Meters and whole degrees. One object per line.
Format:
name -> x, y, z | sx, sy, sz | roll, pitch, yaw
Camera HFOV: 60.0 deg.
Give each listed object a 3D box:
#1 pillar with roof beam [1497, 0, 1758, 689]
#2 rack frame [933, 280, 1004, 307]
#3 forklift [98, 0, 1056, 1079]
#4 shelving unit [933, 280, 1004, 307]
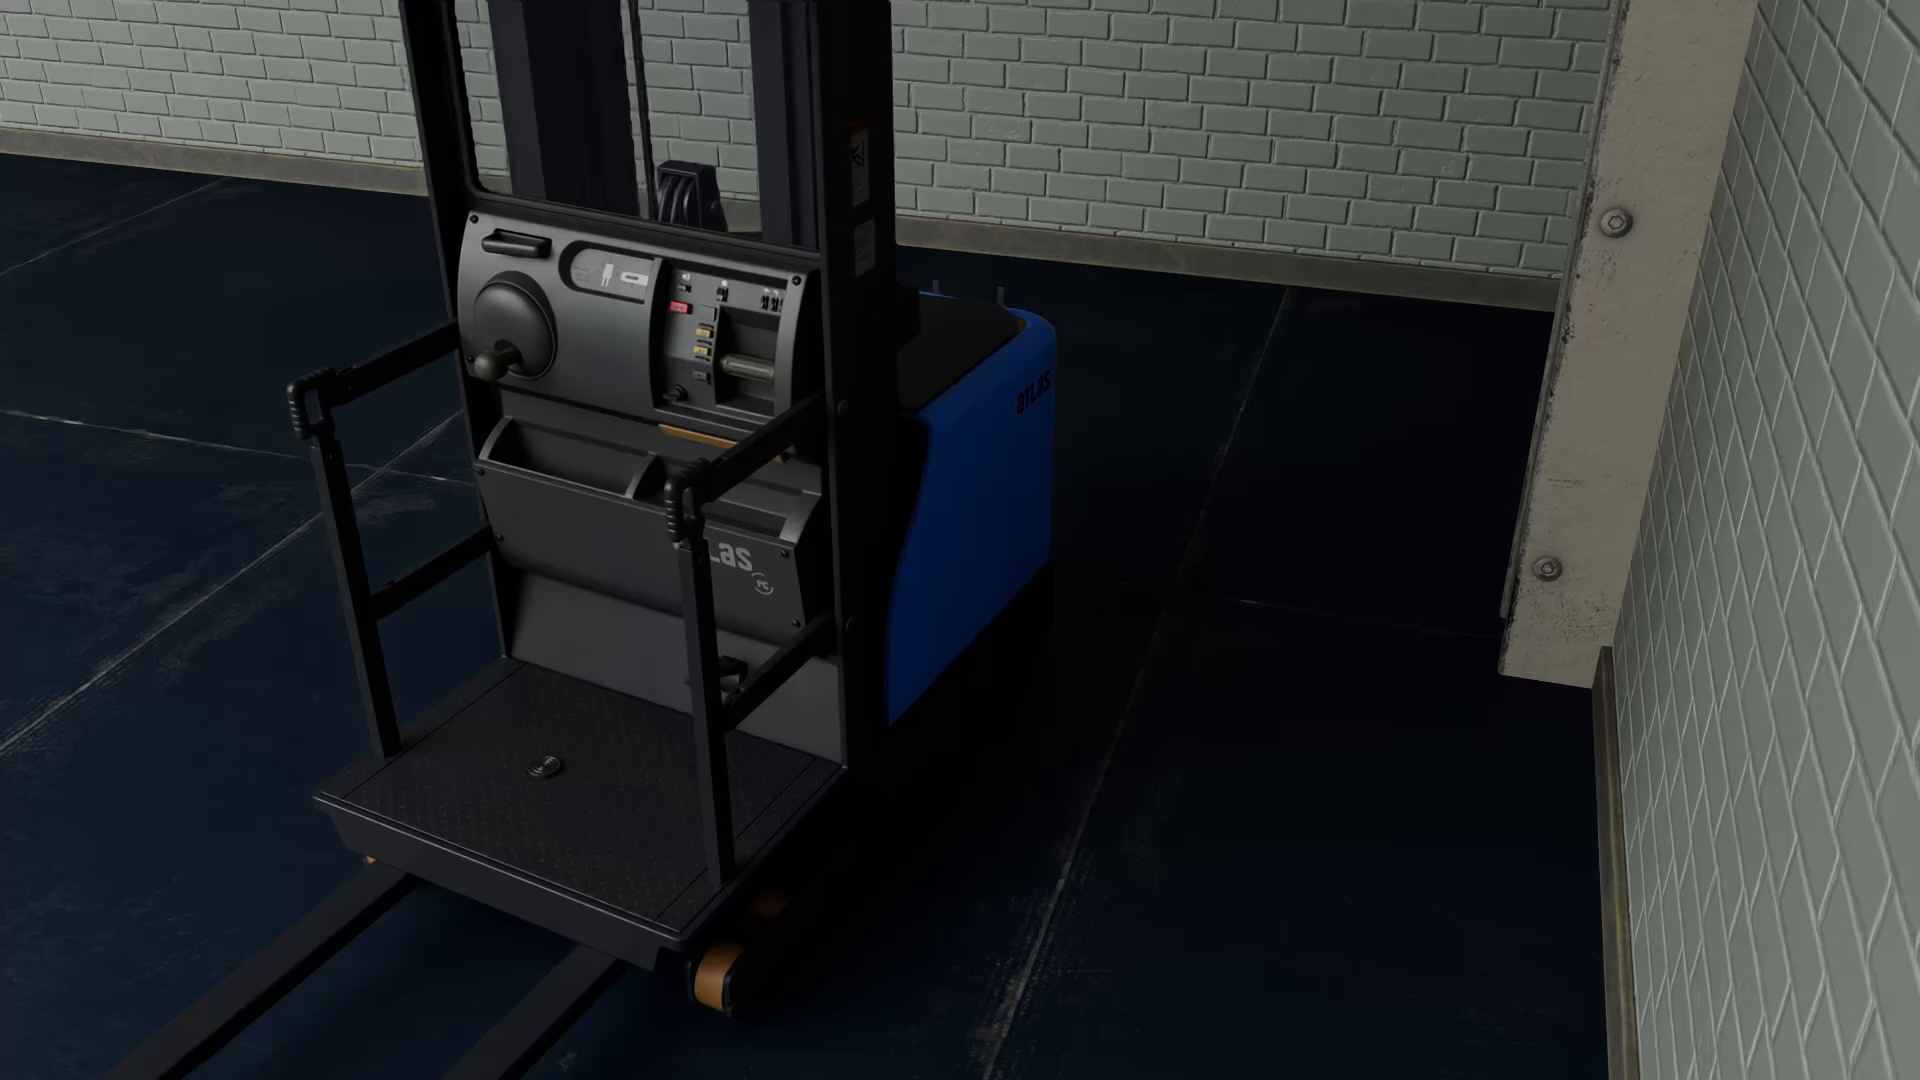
pillar with roof beam -> -2.286, -4.213, 4.067 | 9.100, 9.000, 0.400 | 8, 30, 15
rack frame -> 0.027, -0.437, 5.609 | 0.240, 0.900, 0.006 | 8, 30, 15
forklift -> -0.842, -0.450, 3.543 | 1.130, 2.935, 3.031 | 14, 32, 24
shelving unit -> -0.002, -0.389, 5.524 | 0.258, 0.900, 0.210 | 8, 30, 15
